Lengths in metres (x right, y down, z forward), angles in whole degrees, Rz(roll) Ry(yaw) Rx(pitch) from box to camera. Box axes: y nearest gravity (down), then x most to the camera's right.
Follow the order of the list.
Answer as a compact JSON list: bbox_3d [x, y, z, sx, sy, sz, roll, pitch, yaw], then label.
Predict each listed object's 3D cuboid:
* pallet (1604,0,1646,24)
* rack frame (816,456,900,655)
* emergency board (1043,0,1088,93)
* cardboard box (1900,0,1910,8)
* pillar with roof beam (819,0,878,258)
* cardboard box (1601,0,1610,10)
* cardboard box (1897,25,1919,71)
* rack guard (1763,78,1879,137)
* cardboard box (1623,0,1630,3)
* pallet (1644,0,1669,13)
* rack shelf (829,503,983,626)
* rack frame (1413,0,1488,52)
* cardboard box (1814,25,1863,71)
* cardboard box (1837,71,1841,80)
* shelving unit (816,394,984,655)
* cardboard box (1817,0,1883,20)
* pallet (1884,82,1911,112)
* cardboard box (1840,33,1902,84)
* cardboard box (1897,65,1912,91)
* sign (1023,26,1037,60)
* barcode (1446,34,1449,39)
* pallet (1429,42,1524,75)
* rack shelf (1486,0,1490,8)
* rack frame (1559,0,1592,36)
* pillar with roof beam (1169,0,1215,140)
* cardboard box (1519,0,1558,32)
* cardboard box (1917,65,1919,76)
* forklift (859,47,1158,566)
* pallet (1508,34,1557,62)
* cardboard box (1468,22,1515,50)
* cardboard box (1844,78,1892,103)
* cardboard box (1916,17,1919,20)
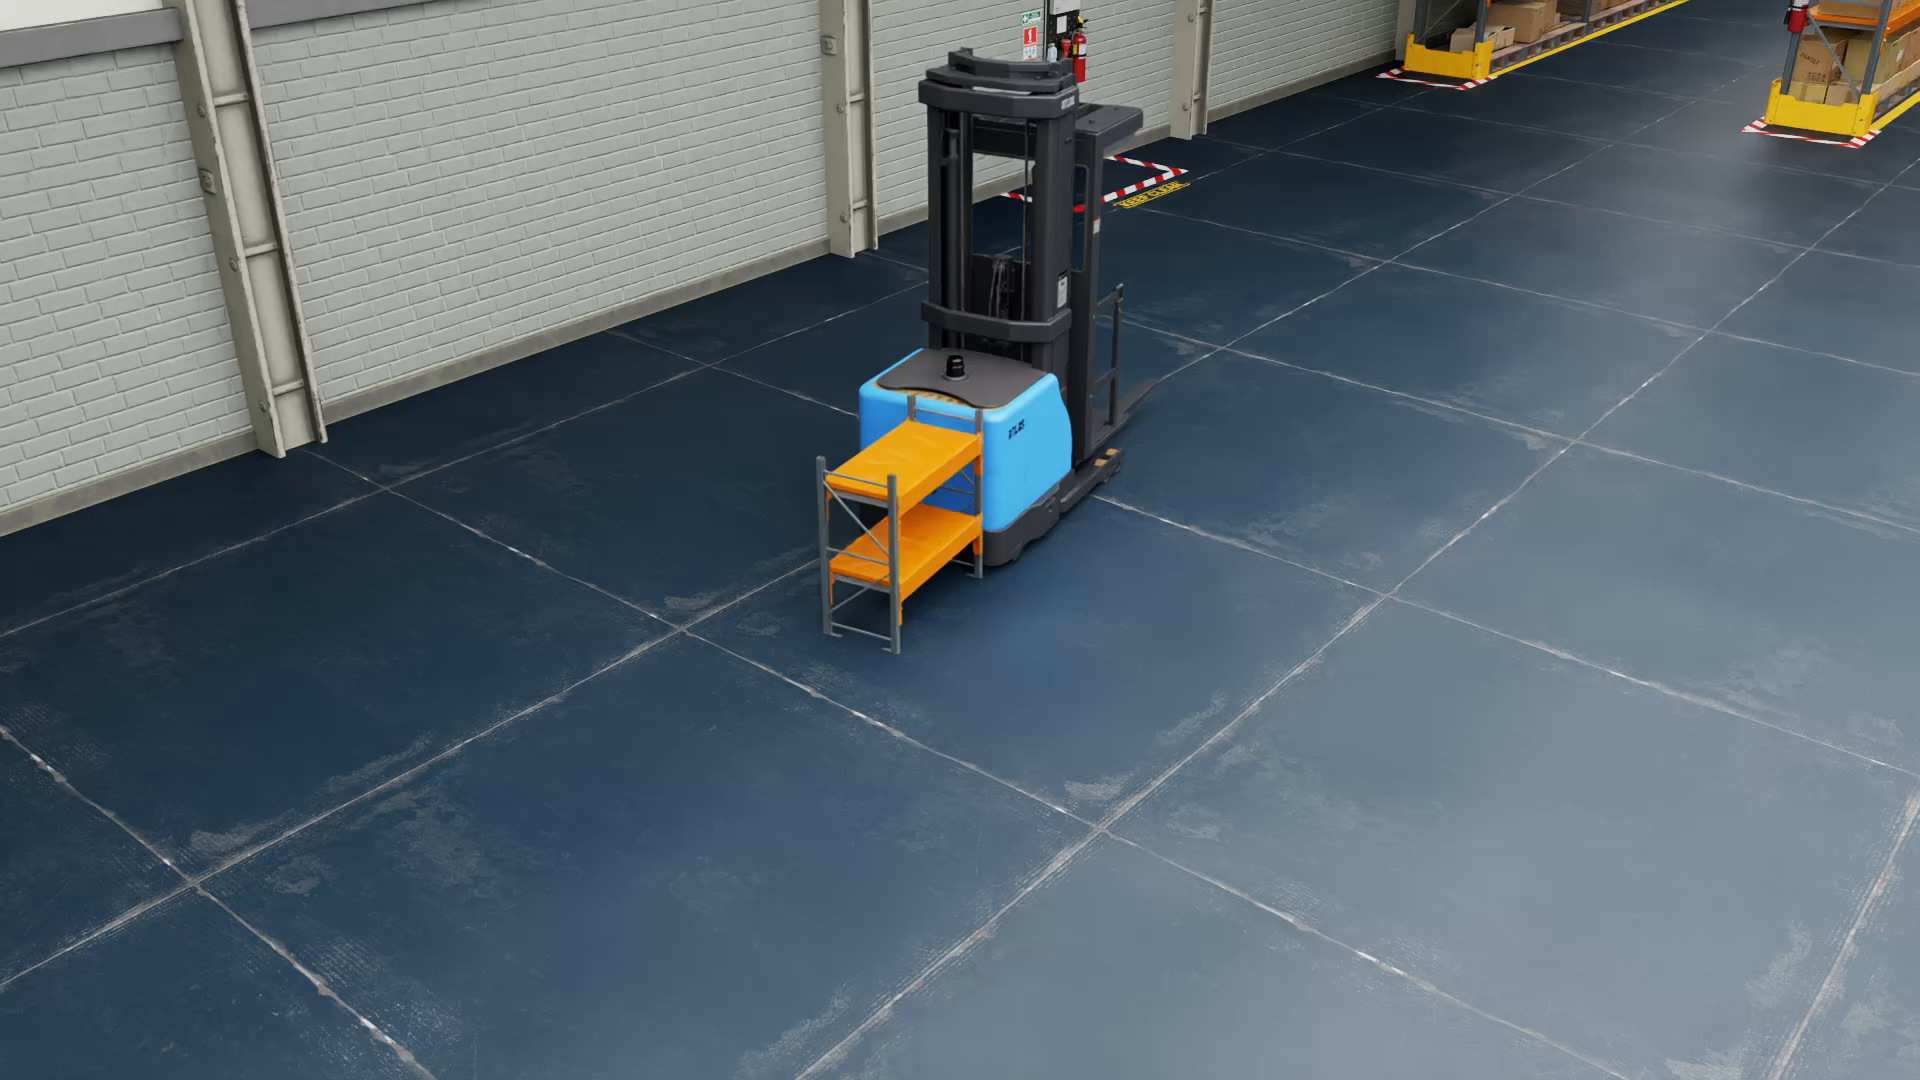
[{"bbox_3d":[10.628,-8.802,27.536,1.003,0.211,1.213,21,34,34],"label":"pallet"},{"bbox_3d":[-0.569,0.096,9.340,0.500,1.125,0.032,14,30,25],"label":"rack frame"},{"bbox_3d":[1.174,-5.420,17.963,0.194,1.169,0.643,21,34,34],"label":"emergency board"},{"bbox_3d":[11.596,-7.033,20.973,0.700,0.500,0.500,21,34,35],"label":"cardboard box"},{"bbox_3d":[2.281,-5.565,11.713,9.100,9.000,0.400,21,34,34],"label":"pillar with roof beam"},{"bbox_3d":[10.104,-8.879,26.890,0.700,0.500,0.500,20,33,33],"label":"cardboard box"},{"bbox_3d":[12.108,-6.420,21.614,0.500,0.500,0.500,21,34,34],"label":"cardboard box"},{"bbox_3d":[10.624,-5.347,20.541,1.175,0.500,0.348,21,34,34],"label":"rack guard"},{"bbox_3d":[10.773,-9.230,27.568,0.700,0.500,0.500,21,34,34],"label":"cardboard box"},{"bbox_3d":[11.405,-9.233,28.368,1.003,0.211,1.213,21,34,34],"label":"pallet"},{"bbox_3d":[-0.329,0.107,9.850,0.538,0.278,1.000,14,30,25],"label":"rack shelf"},{"bbox_3d":[6.814,-7.912,22.779,1.000,3.000,0.127,21,34,34],"label":"rack frame"},{"bbox_3d":[11.375,-6.400,21.575,0.500,0.500,0.500,21,34,34],"label":"cardboard box"},{"bbox_3d":[11.061,-5.888,21.402,0.500,0.250,0.500,21,34,34],"label":"cardboard box"},{"bbox_3d":[-0.329,-0.110,9.738,0.538,1.125,1.048,14,30,25],"label":"shelving unit"},{"bbox_3d":[10.946,-6.671,20.273,0.700,0.500,0.500,21,34,34],"label":"cardboard box"},{"bbox_3d":[11.869,-5.941,22.004,1.003,0.211,1.213,21,34,34],"label":"pallet"},{"bbox_3d":[11.468,-6.067,20.932,0.500,0.500,0.500,21,34,34],"label":"cardboard box"},{"bbox_3d":[12.107,-6.087,21.787,0.500,0.250,0.500,21,34,34],"label":"cardboard box"},{"bbox_3d":[0.743,-5.270,17.634,0.001,0.329,0.234,21,34,34],"label":"sign"},{"bbox_3d":[7.027,-7.259,23.955,0.001,0.075,0.075,21,34,34],"label":"barcode"},{"bbox_3d":[7.407,-6.978,24.009,1.003,0.211,1.213,21,34,34],"label":"pallet"},{"bbox_3d":[8.086,-8.301,24.315,1.077,0.370,4.000,21,34,34],"label":"rack shelf"},{"bbox_3d":[9.358,-9.330,25.521,1.000,3.000,0.127,21,34,34],"label":"rack frame"},{"bbox_3d":[6.097,-7.692,15.825,9.100,9.000,0.400,21,34,34],"label":"pillar with roof beam"},{"bbox_3d":[8.729,-8.035,25.260,0.500,0.500,0.500,18,32,31],"label":"cardboard box"},{"bbox_3d":[12.731,-6.446,22.481,0.500,0.250,0.500,21,34,34],"label":"cardboard box"},{"bbox_3d":[0.497,-1.786,11.012,1.130,2.935,3.031,14,30,25],"label":"forklift"},{"bbox_3d":[8.183,-7.408,24.841,1.003,0.211,1.213,21,34,34],"label":"pallet"},{"bbox_3d":[7.686,-7.334,24.110,0.500,0.311,0.500,24,36,38],"label":"cardboard box"},{"bbox_3d":[11.467,-5.734,21.105,0.500,0.250,0.500,21,34,34],"label":"cardboard box"},{"bbox_3d":[12.730,-6.780,22.310,0.500,0.500,0.500,21,34,34],"label":"cardboard box"}]
